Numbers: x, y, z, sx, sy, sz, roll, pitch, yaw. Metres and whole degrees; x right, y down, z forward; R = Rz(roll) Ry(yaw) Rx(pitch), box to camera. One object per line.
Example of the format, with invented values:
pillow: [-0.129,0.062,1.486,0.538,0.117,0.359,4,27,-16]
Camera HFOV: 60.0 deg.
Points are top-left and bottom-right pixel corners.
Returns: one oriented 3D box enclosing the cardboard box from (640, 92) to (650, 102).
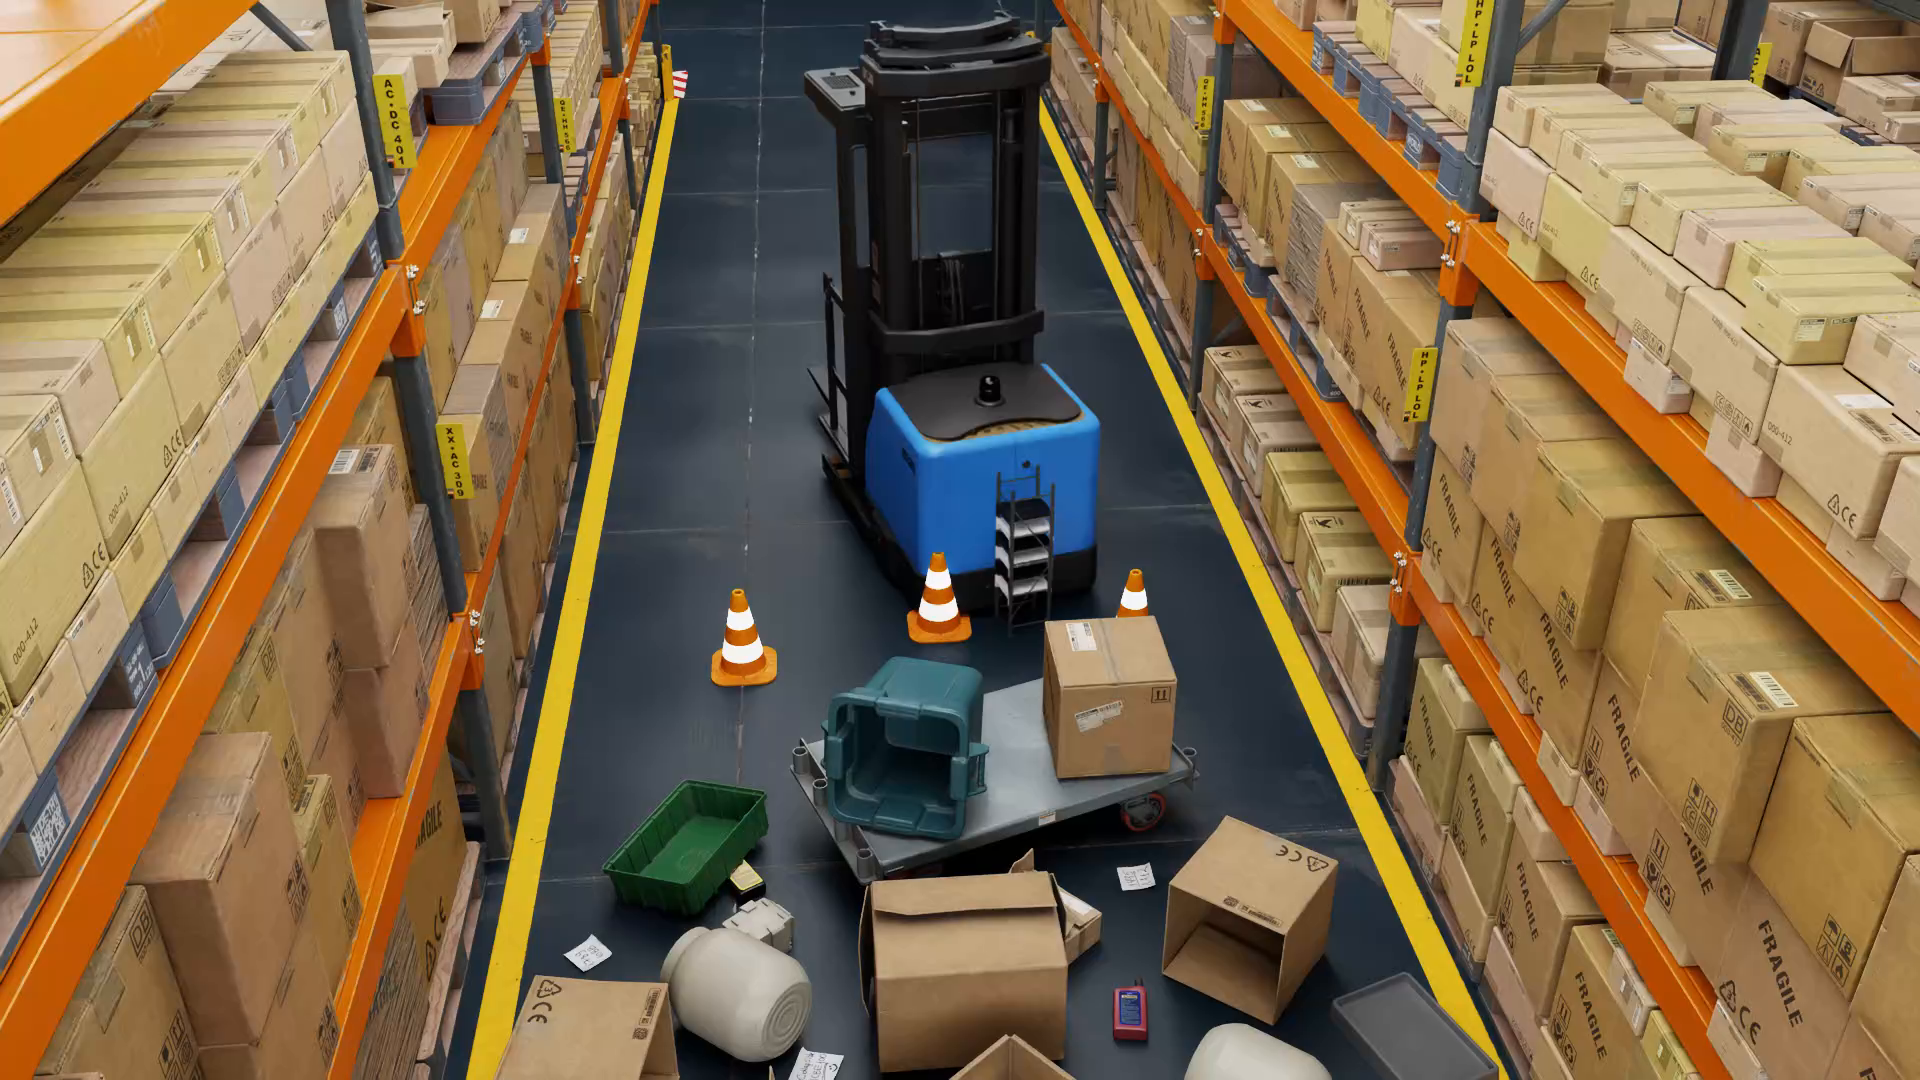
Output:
cardboard box: [-3.170,-4.164,15.877,0.380,0.149,0.250,-1,31,-2]

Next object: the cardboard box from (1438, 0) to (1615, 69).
cardboard box: [2.239,-2.067,6.609,0.500,0.250,0.500,-2,31,-3]

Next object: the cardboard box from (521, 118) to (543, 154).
cardboard box: [-2.723,-2.487,10.244,0.380,0.149,0.250,-3,31,-5]

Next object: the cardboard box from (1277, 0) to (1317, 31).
cardboard box: [2.125,-3.047,8.904,0.700,0.500,0.500,-3,31,-5]

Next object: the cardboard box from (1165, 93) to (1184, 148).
cardboard box: [1.697,-2.848,11.251,0.500,0.250,0.500,-4,31,-6]

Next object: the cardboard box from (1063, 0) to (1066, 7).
cardboard box: [1.226,-5.297,15.595,0.500,0.500,0.500,-2,31,-3]

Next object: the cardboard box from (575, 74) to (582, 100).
cardboard box: [-2.869,-3.164,11.667,0.380,0.149,0.250,-2,31,-3]

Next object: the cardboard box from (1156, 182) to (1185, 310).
cardboard box: [1.985,-2.281,12.306,0.875,0.875,0.875,-2,31,-4]

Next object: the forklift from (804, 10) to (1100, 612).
forklift: [-0.215,-1.592,9.558,1.130,2.935,3.031,-10,32,-17]

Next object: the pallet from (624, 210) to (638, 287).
pallet: [-3.172,-2.360,13.495,1.003,0.211,1.213,-3,31,-5]

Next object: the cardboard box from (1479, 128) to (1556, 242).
cardboard box: [2.189,-1.272,5.885,0.500,0.250,0.500,-3,31,-6]

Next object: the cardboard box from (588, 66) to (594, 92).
cardboard box: [-2.943,-3.445,12.429,0.380,0.149,0.250,-4,31,-7]

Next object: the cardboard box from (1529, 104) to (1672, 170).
cardboard box: [2.178,-1.373,5.666,0.380,0.149,0.250,-2,31,-3]

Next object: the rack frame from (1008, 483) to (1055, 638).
rack frame: [0.371,0.115,8.680,0.240,0.900,0.006,-10,33,-17]

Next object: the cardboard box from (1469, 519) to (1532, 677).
cardboard box: [2.254,0.164,6.163,0.500,0.500,0.500,-3,31,-5]

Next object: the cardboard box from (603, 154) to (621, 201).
cardboard box: [-2.890,-2.752,12.729,0.500,0.250,0.500,-1,31,-2]

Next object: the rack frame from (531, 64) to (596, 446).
rack frame: [-2.873,-1.912,10.026,1.000,3.000,0.127,-3,31,-5]

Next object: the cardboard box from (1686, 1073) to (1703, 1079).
cardboard box: [2.358,1.703,4.882,0.380,0.149,0.250,-2,31,-3]

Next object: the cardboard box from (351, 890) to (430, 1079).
cardboard box: [-2.422,1.647,5.731,0.875,0.875,0.875,-3,31,-4]

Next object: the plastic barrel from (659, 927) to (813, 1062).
plastic barrel: [-0.866,1.742,6.421,0.512,0.421,0.421,20,36,29]

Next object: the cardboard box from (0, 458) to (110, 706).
cardboard box: [-1.963,0.080,3.114,0.500,0.250,0.500,-3,31,-5]

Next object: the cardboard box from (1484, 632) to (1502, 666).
cardboard box: [2.261,0.386,6.423,0.380,0.149,0.250,-3,31,-5]

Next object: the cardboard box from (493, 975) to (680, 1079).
cardboard box: [-1.332,1.946,6.003,0.500,0.500,0.500,2,31,4]

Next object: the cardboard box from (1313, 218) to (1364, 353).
cardboard box: [2.059,-1.251,8.122,0.500,0.500,0.500,-2,31,-3]

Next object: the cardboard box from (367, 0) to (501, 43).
cardboard box: [-2.431,-2.592,7.634,0.500,0.500,0.500,-3,31,-5]

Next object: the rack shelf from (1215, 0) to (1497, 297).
rack shelf: [2.233,-2.159,8.215,1.077,0.370,4.000,-3,31,-5]

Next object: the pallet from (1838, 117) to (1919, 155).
pallet: [6.855,-2.701,11.534,1.213,0.211,1.003,-3,31,-5]

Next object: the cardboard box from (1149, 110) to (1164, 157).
cardboard box: [1.646,-2.900,11.826,0.500,0.250,0.500,-3,31,-5]

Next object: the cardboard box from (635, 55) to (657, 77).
cardboard box: [-3.201,-4.693,16.472,0.380,0.149,0.250,-3,31,-6]

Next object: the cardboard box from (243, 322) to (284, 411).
cardboard box: [-2.026,-0.452,4.394,0.380,0.149,0.250,-3,31,-5]

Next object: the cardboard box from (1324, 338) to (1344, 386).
cardboard box: [2.003,-0.876,8.126,0.380,0.149,0.250,-3,31,-4]

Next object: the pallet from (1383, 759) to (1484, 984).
pallet: [2.518,1.380,7.234,1.003,0.211,1.213,-3,31,-5]

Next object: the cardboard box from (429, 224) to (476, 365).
cardboard box: [-2.648,-1.116,7.620,0.700,0.500,0.500,-3,31,-4]

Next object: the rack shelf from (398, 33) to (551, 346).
rack shelf: [-2.686,-1.870,7.732,1.077,0.370,4.000,-3,31,-5]

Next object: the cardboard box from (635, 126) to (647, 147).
cardboard box: [-3.122,-3.772,15.511,0.380,0.149,0.250,-4,31,-6]

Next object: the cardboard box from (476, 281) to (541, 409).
cardboard box: [-2.419,-0.966,8.345,0.500,0.500,0.500,-2,31,-4]

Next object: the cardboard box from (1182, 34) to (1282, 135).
cardboard box: [1.738,-2.924,10.648,0.500,0.500,0.500,-4,31,-6]

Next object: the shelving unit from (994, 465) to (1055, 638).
shelving unit: [0.337,0.065,8.762,0.258,0.900,0.210,-10,33,-17]

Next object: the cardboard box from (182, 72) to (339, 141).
cardboard box: [-2.124,-1.315,5.061,0.380,0.149,0.250,-3,31,-5]

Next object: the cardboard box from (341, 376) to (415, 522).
cardboard box: [-2.499,-0.208,5.973,0.875,0.550,0.550,-3,31,-5]

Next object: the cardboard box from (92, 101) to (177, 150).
cardboard box: [-2.732,-1.181,5.226,0.500,0.250,0.500,-3,31,-4]

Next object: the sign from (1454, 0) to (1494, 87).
sign: [1.868,-1.809,6.040,0.100,0.325,0.005,-3,31,-5]

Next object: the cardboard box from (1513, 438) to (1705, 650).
cardboard box: [2.291,-0.004,5.469,0.700,0.500,0.500,-3,31,-6]

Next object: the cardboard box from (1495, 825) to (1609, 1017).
cardboard box: [2.315,1.371,6.069,0.500,0.500,0.500,-1,31,-2]

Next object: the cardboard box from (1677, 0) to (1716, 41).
cardboard box: [6.437,-4.448,13.765,0.700,0.500,0.500,-2,31,-3]

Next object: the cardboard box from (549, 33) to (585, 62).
cardboard box: [-2.922,-3.558,12.036,0.380,0.149,0.250,-4,31,-6]

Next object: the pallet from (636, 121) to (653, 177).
pallet: [-3.461,-3.723,15.776,1.003,0.211,1.213,-3,31,-5]

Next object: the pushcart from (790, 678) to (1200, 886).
pushcart: [0.155,1.102,7.537,1.648,0.377,0.936,-14,33,-22]

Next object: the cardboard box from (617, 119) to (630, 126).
cardboard box: [-3.112,-3.622,14.679,0.380,0.149,0.250,-3,31,-5]

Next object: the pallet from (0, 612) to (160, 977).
pallet: [-2.205,0.544,3.075,1.003,0.211,1.213,-3,31,-5]

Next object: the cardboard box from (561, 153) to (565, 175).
cardboard box: [-2.738,-2.360,10.611,0.380,0.149,0.250,-1,31,-2]

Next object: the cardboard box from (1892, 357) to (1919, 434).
cardboard box: [2.452,-0.317,3.898,0.380,0.149,0.250,-3,31,-5]

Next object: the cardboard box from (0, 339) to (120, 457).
cardboard box: [-1.934,-0.278,3.325,0.380,0.149,0.250,-3,31,-5]

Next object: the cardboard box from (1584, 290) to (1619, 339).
cardboard box: [2.291,-0.780,5.451,0.380,0.149,0.250,-2,31,-3]
